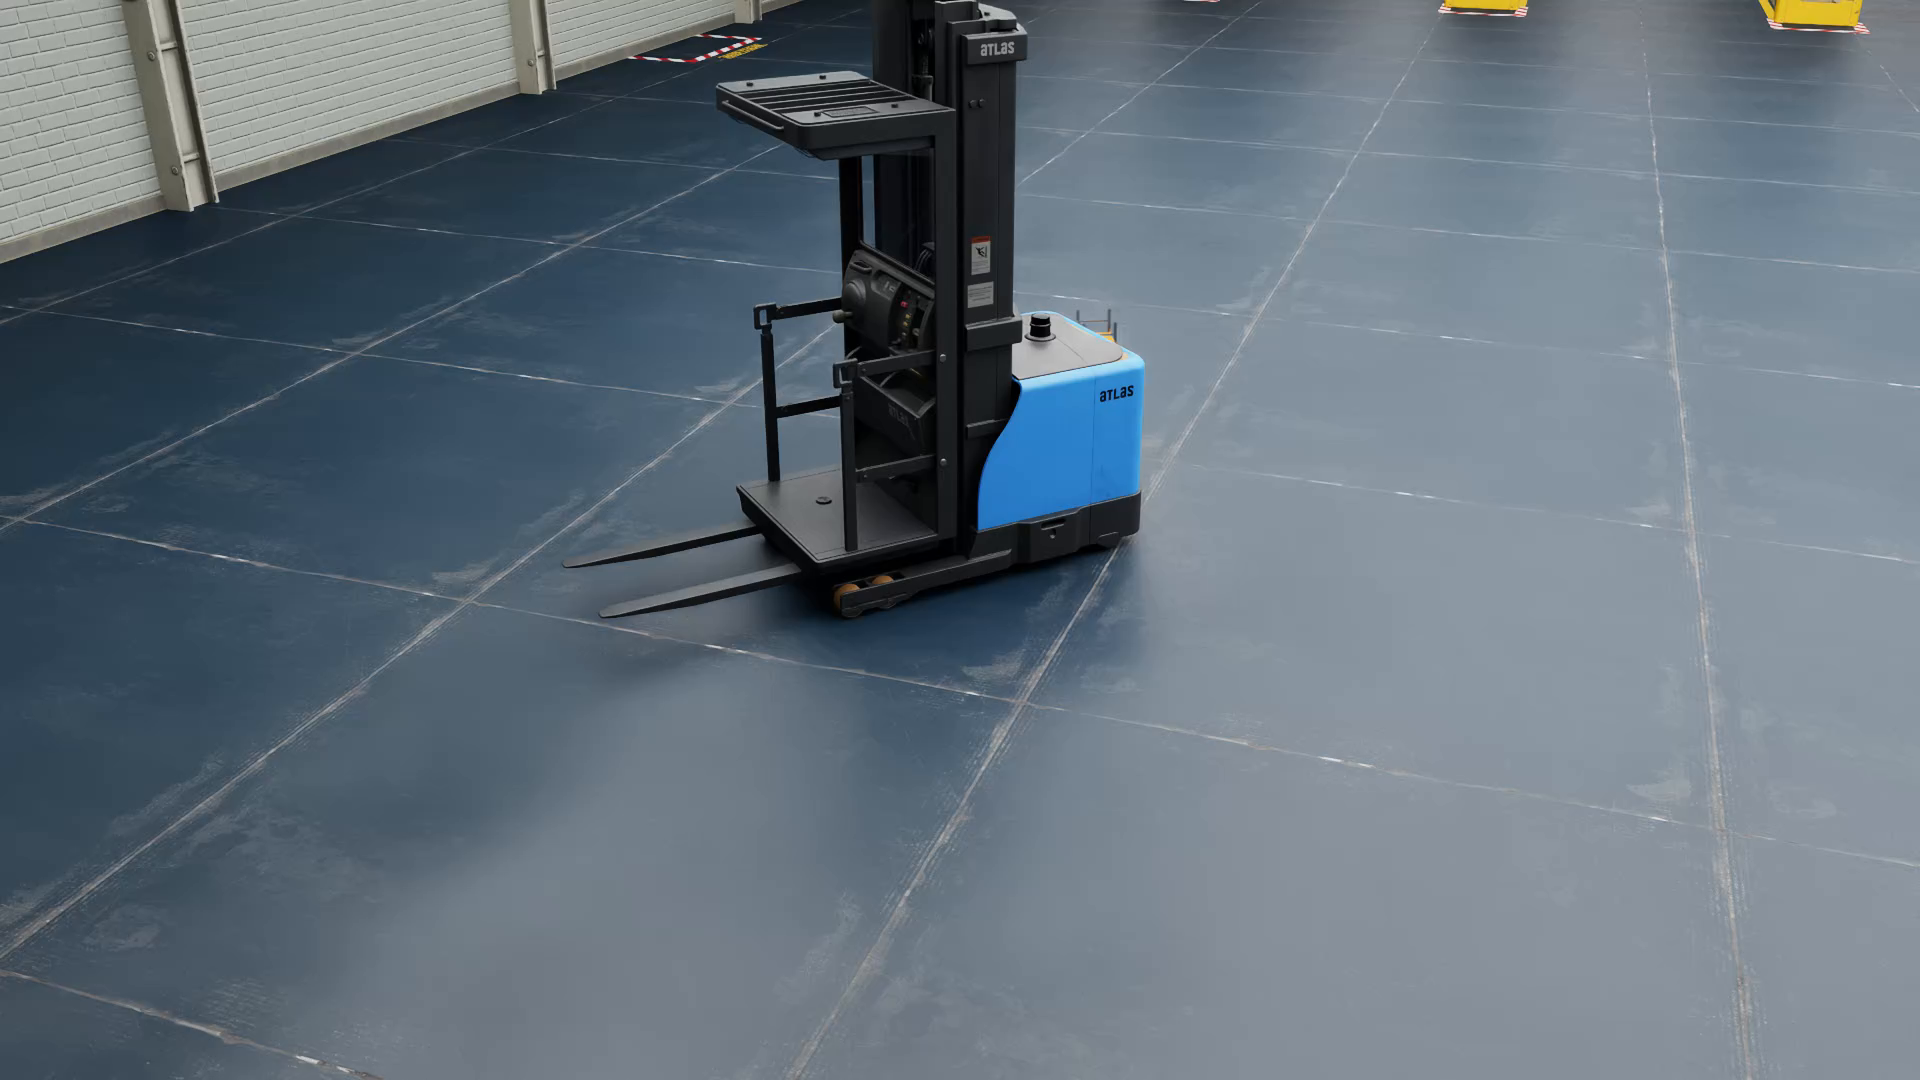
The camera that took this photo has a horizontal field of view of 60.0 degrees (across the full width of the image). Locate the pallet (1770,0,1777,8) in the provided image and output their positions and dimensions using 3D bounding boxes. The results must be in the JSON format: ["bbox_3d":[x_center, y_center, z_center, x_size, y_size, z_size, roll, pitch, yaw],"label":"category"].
[{"bbox_3d":[14.008,-8.973,27.540,1.003,0.211,1.213,9,27,17],"label":"pallet"}]

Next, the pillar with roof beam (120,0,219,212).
[{"bbox_3d":[-3.255,-6.615,12.587,9.100,9.000,0.400,9,27,17],"label":"pillar with roof beam"}]

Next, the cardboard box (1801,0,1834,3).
[{"bbox_3d":[13.495,-8.687,26.135,0.500,0.500,0.500,14,29,27],"label":"cardboard box"}]

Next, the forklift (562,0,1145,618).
[{"bbox_3d":[-0.548,-1.189,8.343,3.031,2.935,1.130,-13,29,-25],"label":"forklift"}]

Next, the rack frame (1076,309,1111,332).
[{"bbox_3d":[0.780,-0.857,9.811,0.200,1.050,0.008,-2,26,-3],"label":"rack frame"}]

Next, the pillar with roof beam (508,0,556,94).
[{"bbox_3d":[-1.258,-9.081,17.679,9.100,9.000,0.400,9,27,17],"label":"pillar with roof beam"}]

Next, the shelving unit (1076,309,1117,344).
[{"bbox_3d":[0.787,-0.804,9.701,0.215,1.050,0.252,-2,26,-3],"label":"shelving unit"}]

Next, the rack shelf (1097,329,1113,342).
[{"bbox_3d":[0.782,-1.050,9.582,0.215,0.259,0.240,-2,26,-3],"label":"rack shelf"}]

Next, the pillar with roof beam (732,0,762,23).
[{"bbox_3d":[0.739,-11.547,22.772,9.100,9.000,0.400,9,27,17],"label":"pillar with roof beam"}]

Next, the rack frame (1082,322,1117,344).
[{"bbox_3d":[0.794,-0.751,9.591,0.200,1.050,0.008,-2,26,-3],"label":"rack frame"}]

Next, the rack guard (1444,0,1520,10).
[{"bbox_3d":[8.582,-9.000,27.264,1.175,0.500,0.348,9,27,17],"label":"rack guard"}]

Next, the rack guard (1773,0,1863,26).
[{"bbox_3d":[13.297,-8.275,25.766,1.175,0.500,0.348,9,27,17],"label":"rack guard"}]

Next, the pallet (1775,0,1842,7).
[{"bbox_3d":[13.600,-8.473,26.508,1.003,0.211,1.213,9,27,17],"label":"pallet"}]
